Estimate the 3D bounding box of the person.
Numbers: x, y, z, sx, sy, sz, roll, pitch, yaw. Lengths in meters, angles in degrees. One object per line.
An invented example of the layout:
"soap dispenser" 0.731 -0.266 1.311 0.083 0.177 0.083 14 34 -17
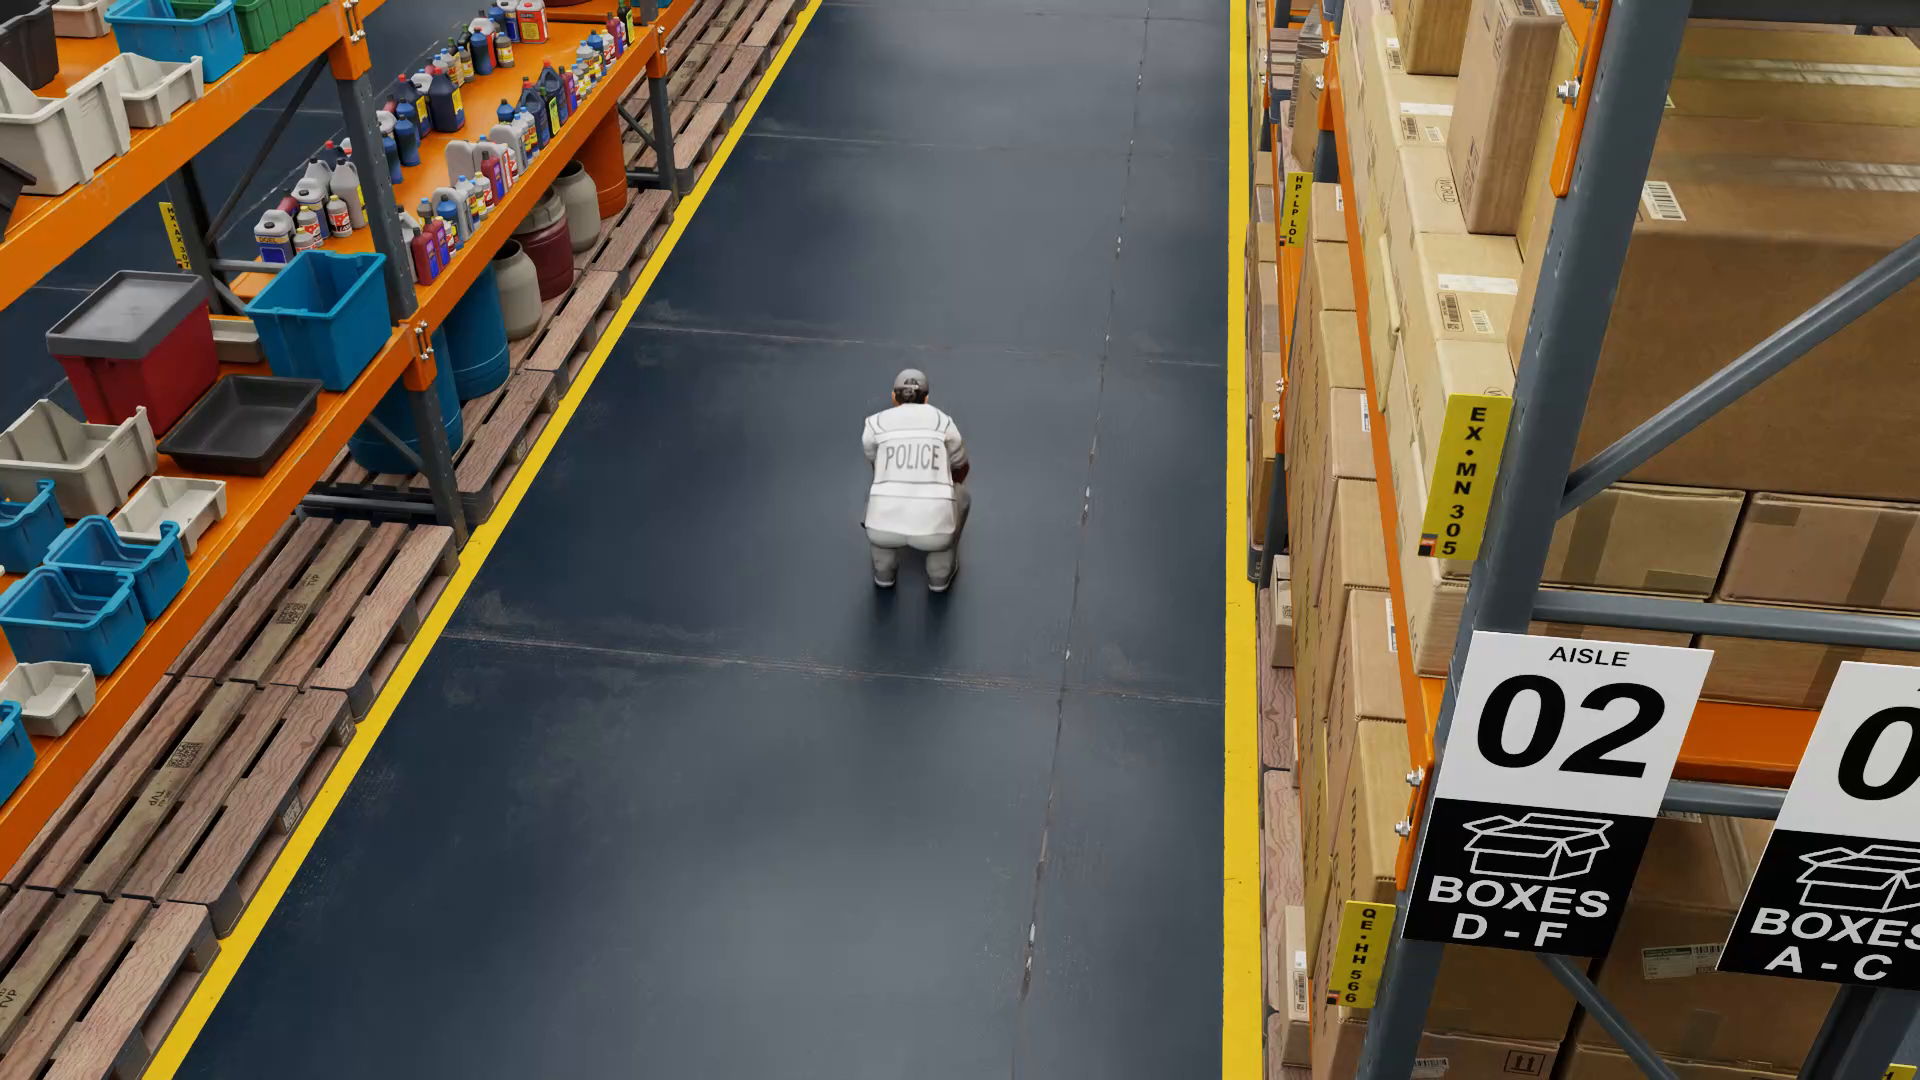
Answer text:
"person" -0.220 -0.273 8.038 0.527 0.930 0.861 4 37 6
